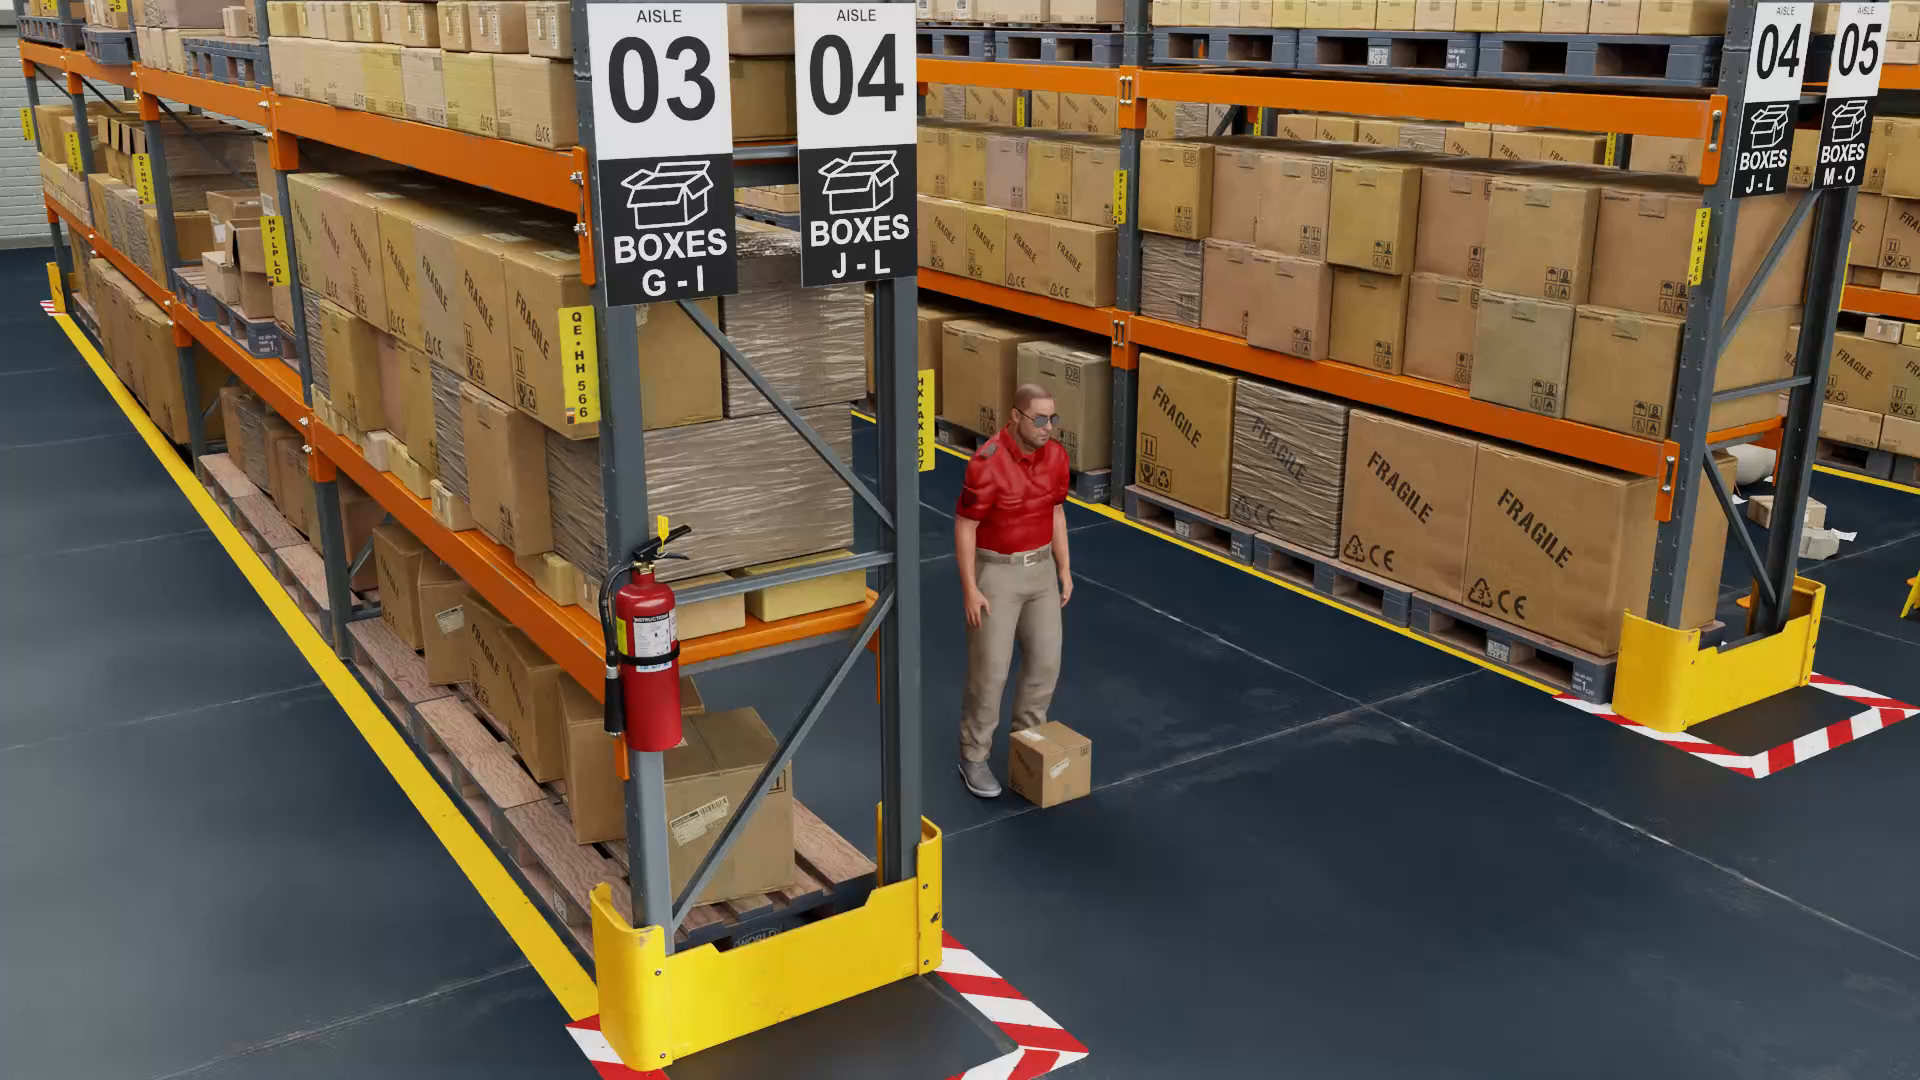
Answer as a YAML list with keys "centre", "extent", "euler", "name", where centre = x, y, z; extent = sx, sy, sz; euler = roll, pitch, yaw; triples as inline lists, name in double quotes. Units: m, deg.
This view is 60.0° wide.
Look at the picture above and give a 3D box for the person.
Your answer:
- centre: [0.236, 0.180, 7.021]
  extent: [0.599, 1.726, 0.393]
  euler: [-13, 22, -35]
  name: "person"
